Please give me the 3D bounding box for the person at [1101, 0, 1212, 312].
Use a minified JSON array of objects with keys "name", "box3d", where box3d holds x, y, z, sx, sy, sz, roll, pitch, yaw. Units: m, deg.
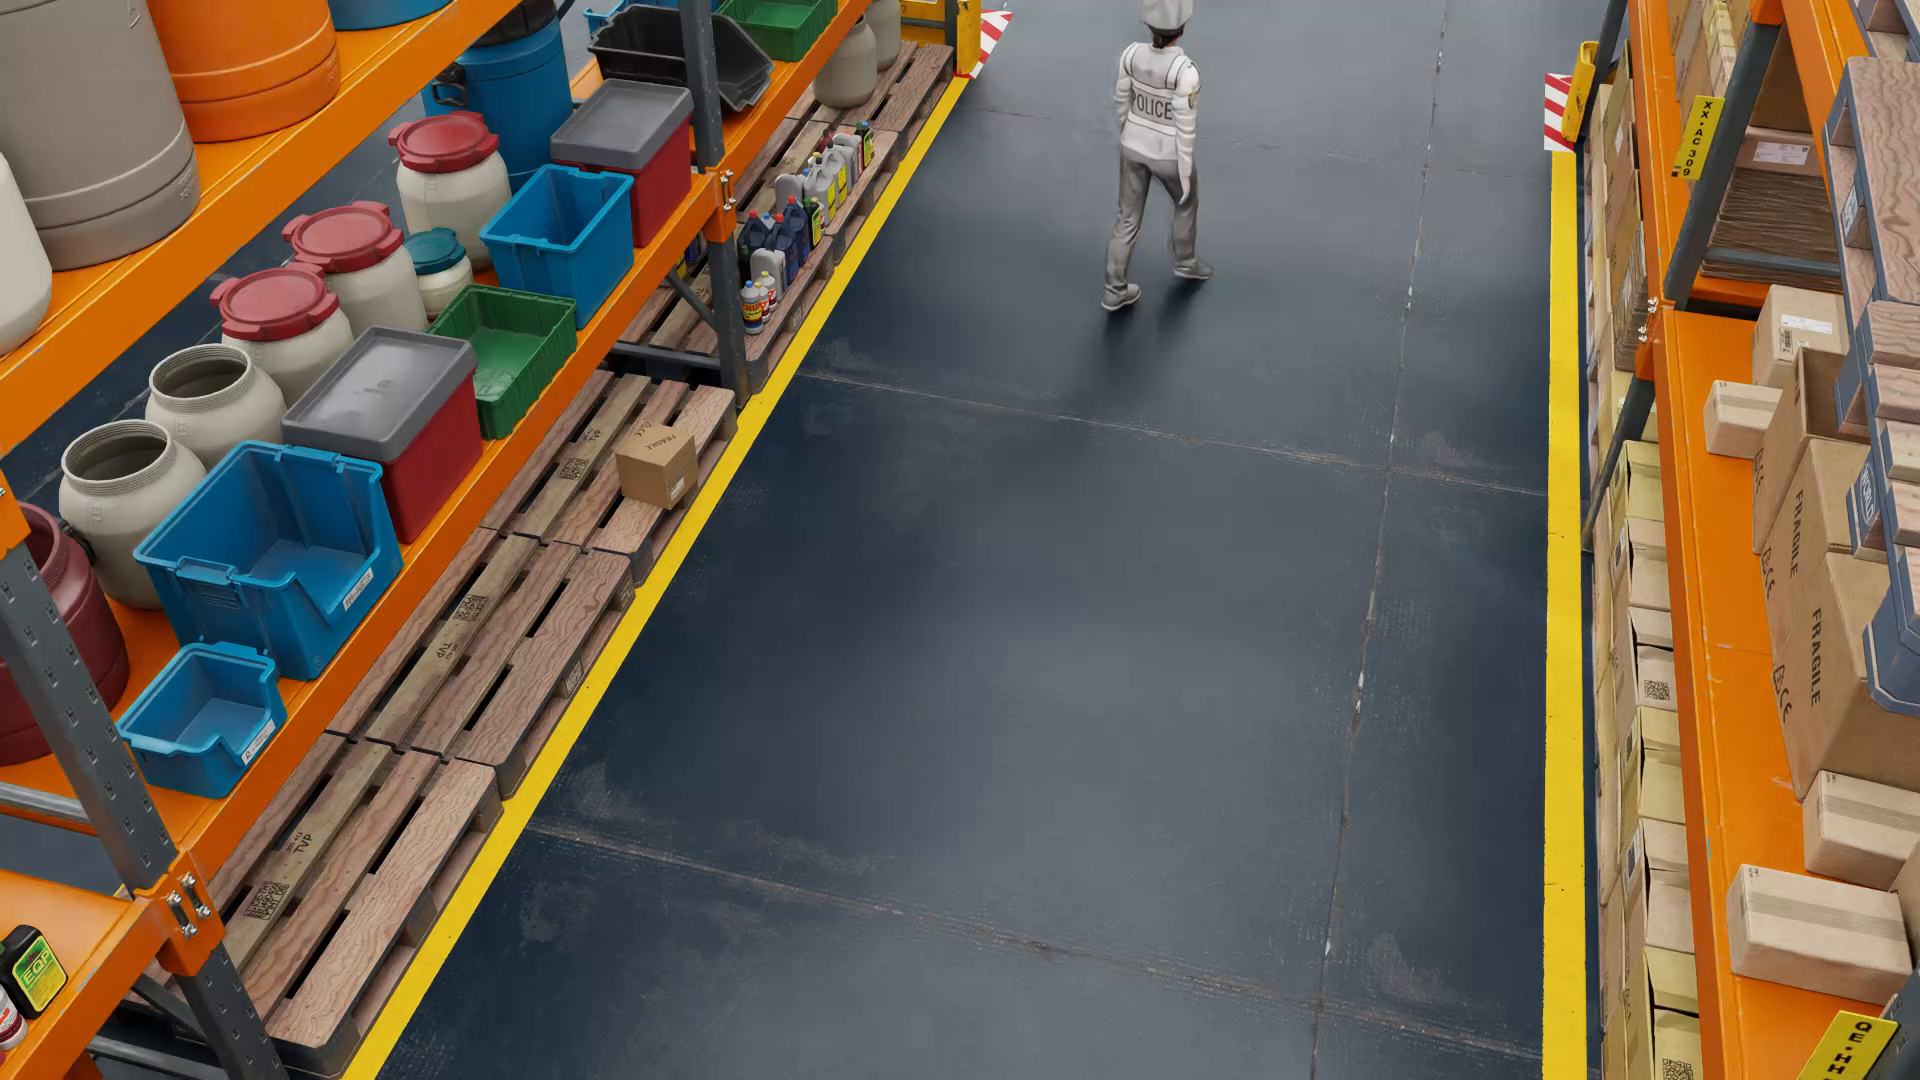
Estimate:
[{"name":"person","box3d":[1.015,-1.970,8.388,0.524,1.720,0.751,25,47,26]}]
